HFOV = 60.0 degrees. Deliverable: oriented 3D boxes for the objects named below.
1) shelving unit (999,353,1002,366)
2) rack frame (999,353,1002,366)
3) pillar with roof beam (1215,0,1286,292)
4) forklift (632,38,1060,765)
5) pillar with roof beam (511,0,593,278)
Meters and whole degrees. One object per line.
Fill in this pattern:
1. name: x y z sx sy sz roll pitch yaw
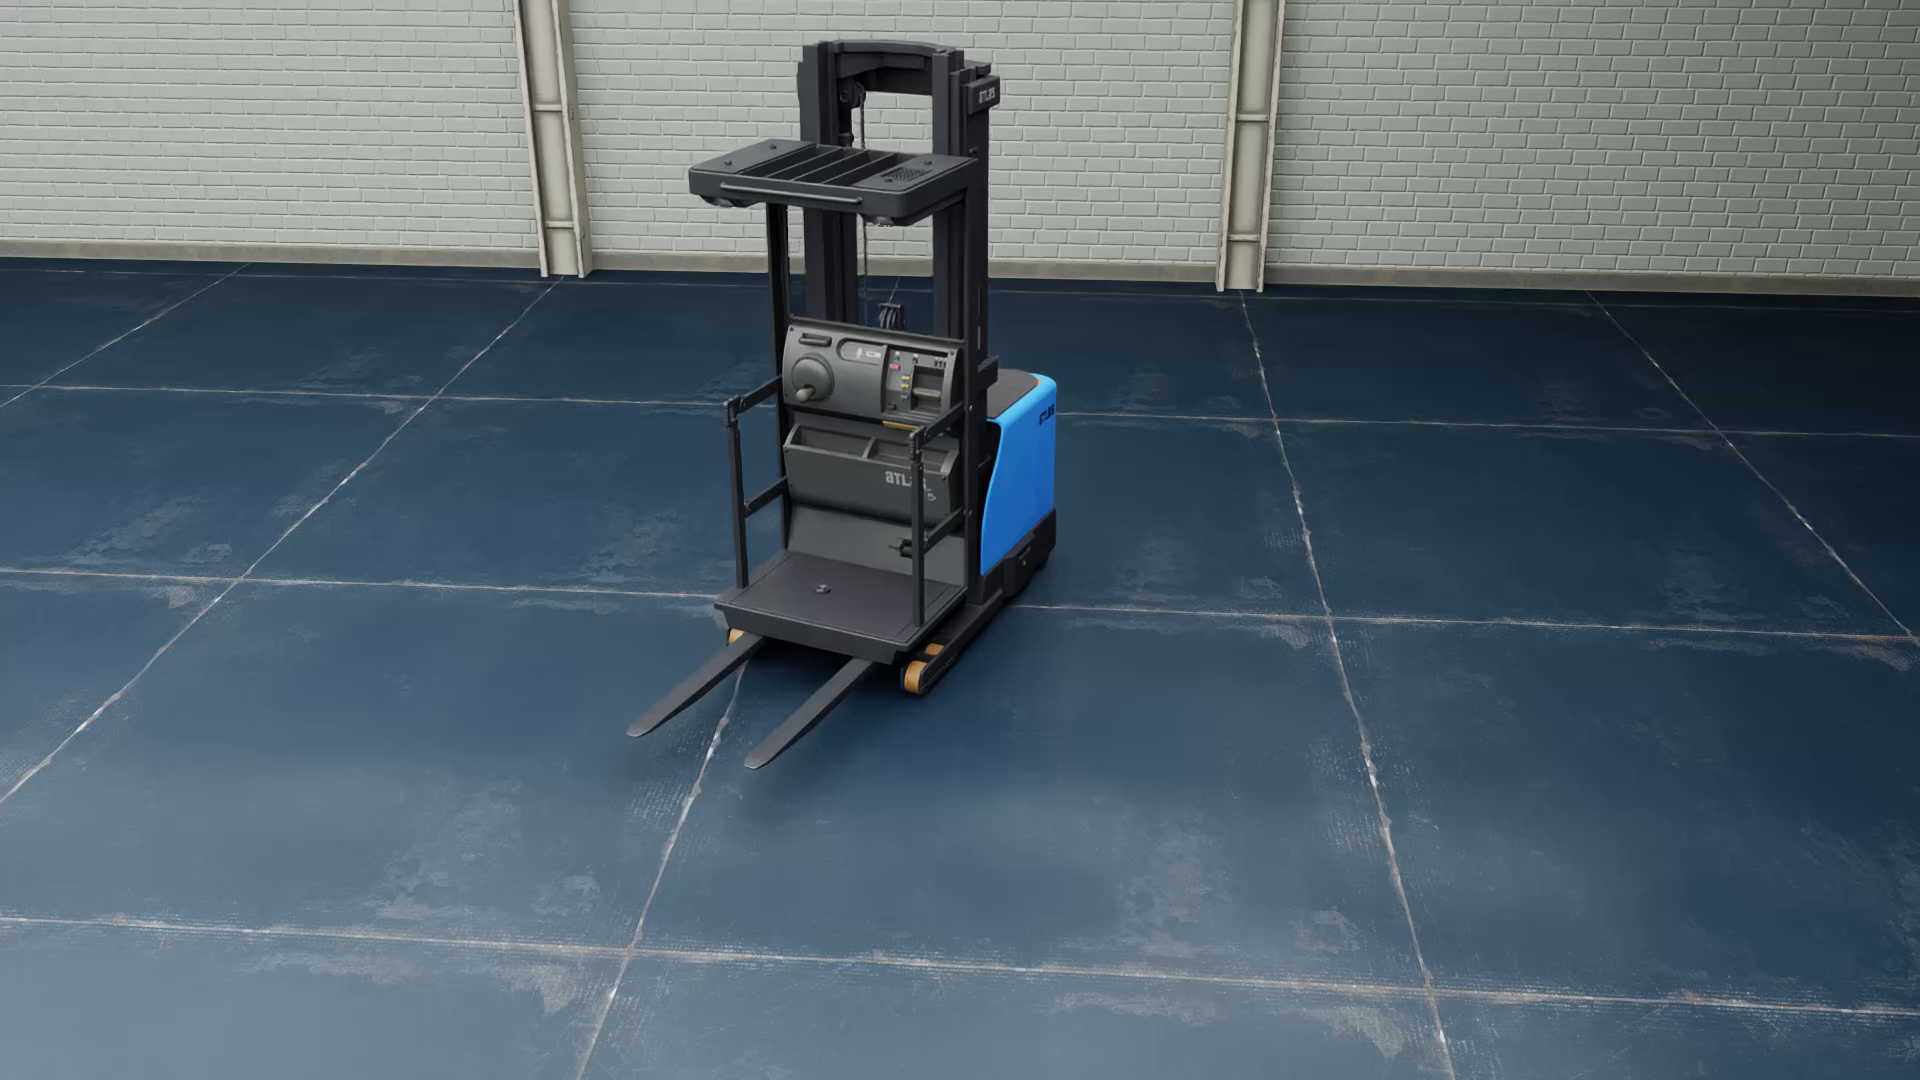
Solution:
1. shelving unit: 0.085 -0.582 9.759 0.252 1.050 0.215 11 27 22
2. rack frame: 0.196 -0.561 9.714 0.008 1.050 0.200 11 27 22
3. pillar with roof beam: 2.116 -4.515 8.797 0.400 9.000 9.100 2 25 4
4. forklift: -0.517 -0.800 7.982 1.130 2.935 3.031 11 27 23
5. pillar with roof beam: -3.866 -4.707 9.214 0.400 9.000 9.100 2 25 4
